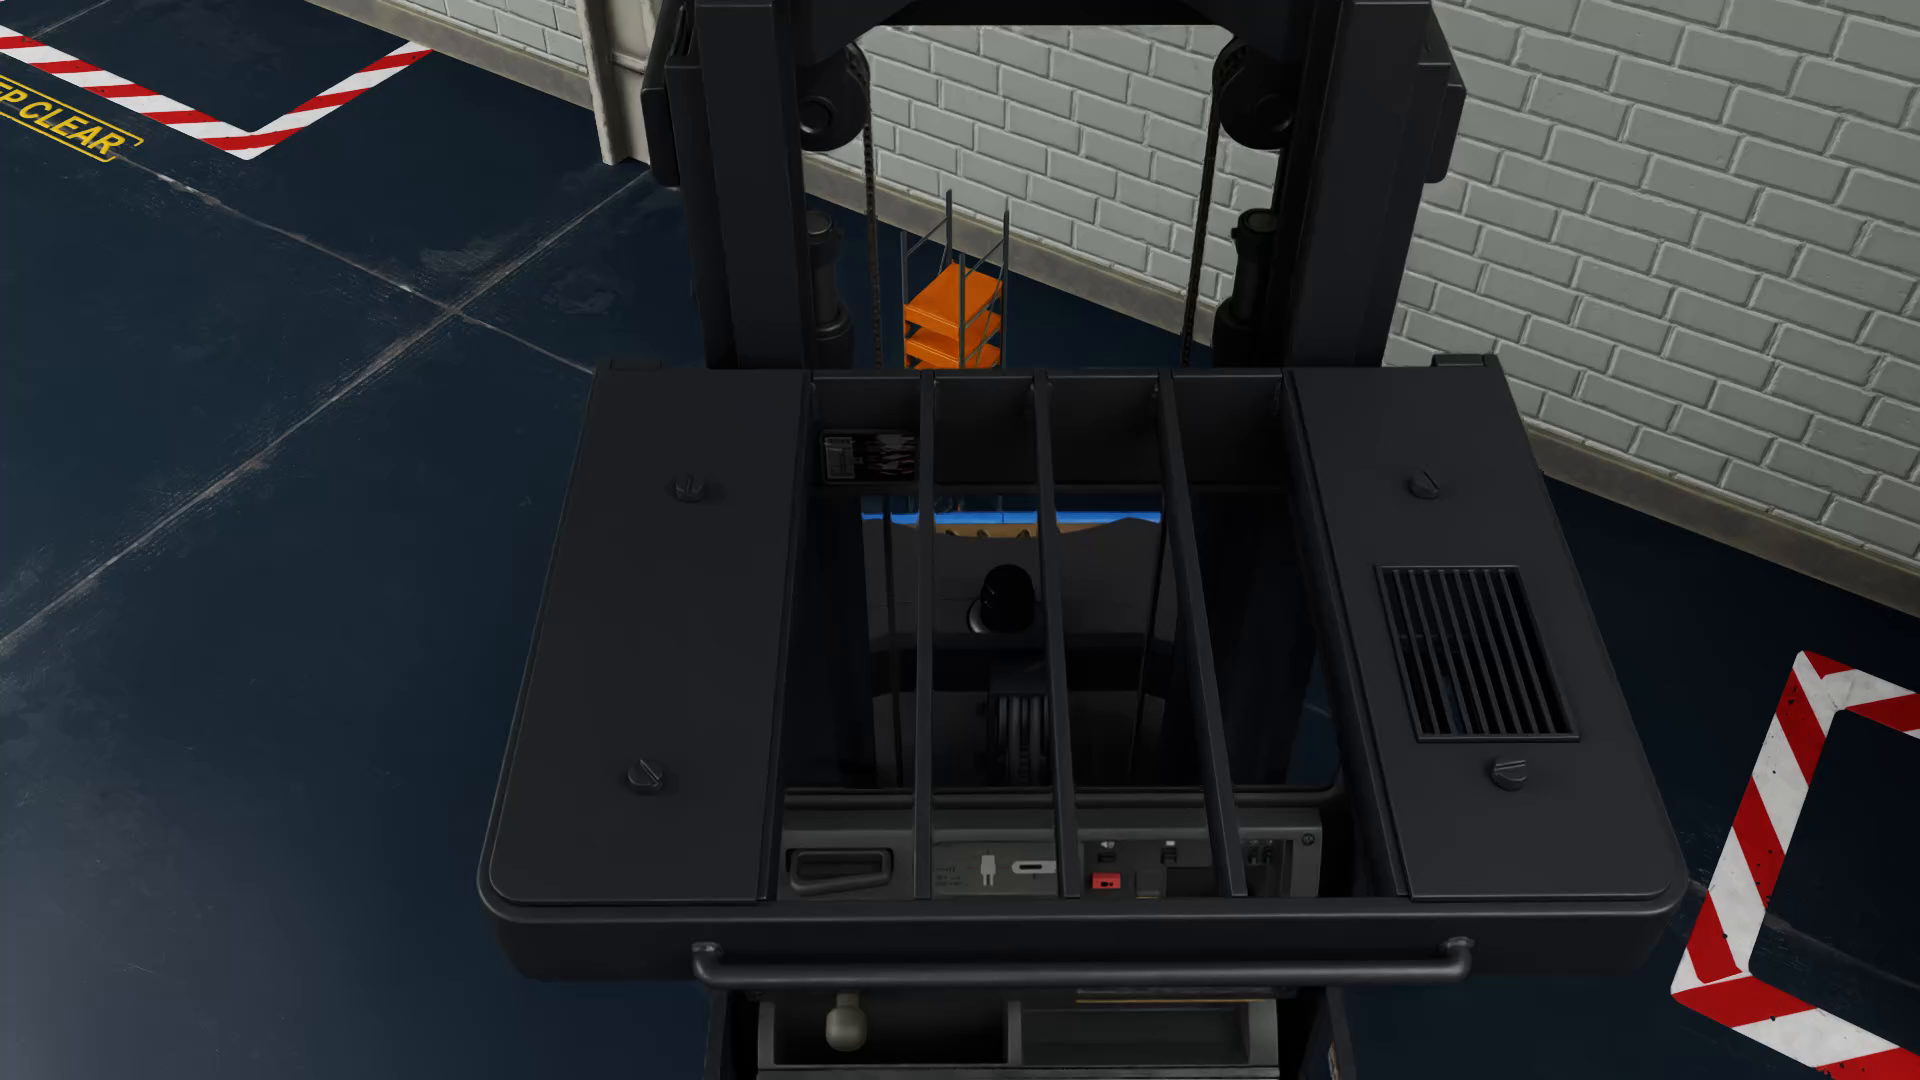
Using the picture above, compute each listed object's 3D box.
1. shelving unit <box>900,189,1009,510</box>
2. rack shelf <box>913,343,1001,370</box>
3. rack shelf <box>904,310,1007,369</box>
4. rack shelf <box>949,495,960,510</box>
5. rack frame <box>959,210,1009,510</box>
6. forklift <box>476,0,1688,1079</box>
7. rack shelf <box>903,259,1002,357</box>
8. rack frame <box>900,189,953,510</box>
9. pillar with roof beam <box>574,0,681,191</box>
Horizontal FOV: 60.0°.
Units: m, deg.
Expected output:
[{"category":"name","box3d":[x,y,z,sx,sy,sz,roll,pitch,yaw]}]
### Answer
[{"category":"shelving unit","box3d":[-0.012,-0.424,4.825,0.189,1.200,0.258,25,51,22]},{"category":"rack shelf","box3d":[-0.012,-0.476,4.771,0.180,0.103,0.258,25,51,22]},{"category":"rack shelf","box3d":[-0.012,-0.560,4.685,0.180,0.103,0.258,25,51,22]},{"category":"rack shelf","box3d":[-0.012,-0.226,5.029,0.180,0.103,0.258,25,51,22]},{"category":"rack frame","box3d":[0.065,-0.388,4.791,0.006,1.200,0.240,25,51,22]},{"category":"forklift","box3d":[0.108,0.714,2.512,1.130,2.935,3.031,0,46,0]},{"category":"rack shelf","box3d":[-0.012,-0.644,4.599,0.180,0.103,0.258,25,51,22]},{"category":"rack frame","box3d":[-0.089,-0.459,4.860,0.006,1.200,0.240,25,51,22]},{"category":"pillar with roof beam","box3d":[-3.526,-2.087,1.003,0.400,9.000,9.100,25,51,22]}]
